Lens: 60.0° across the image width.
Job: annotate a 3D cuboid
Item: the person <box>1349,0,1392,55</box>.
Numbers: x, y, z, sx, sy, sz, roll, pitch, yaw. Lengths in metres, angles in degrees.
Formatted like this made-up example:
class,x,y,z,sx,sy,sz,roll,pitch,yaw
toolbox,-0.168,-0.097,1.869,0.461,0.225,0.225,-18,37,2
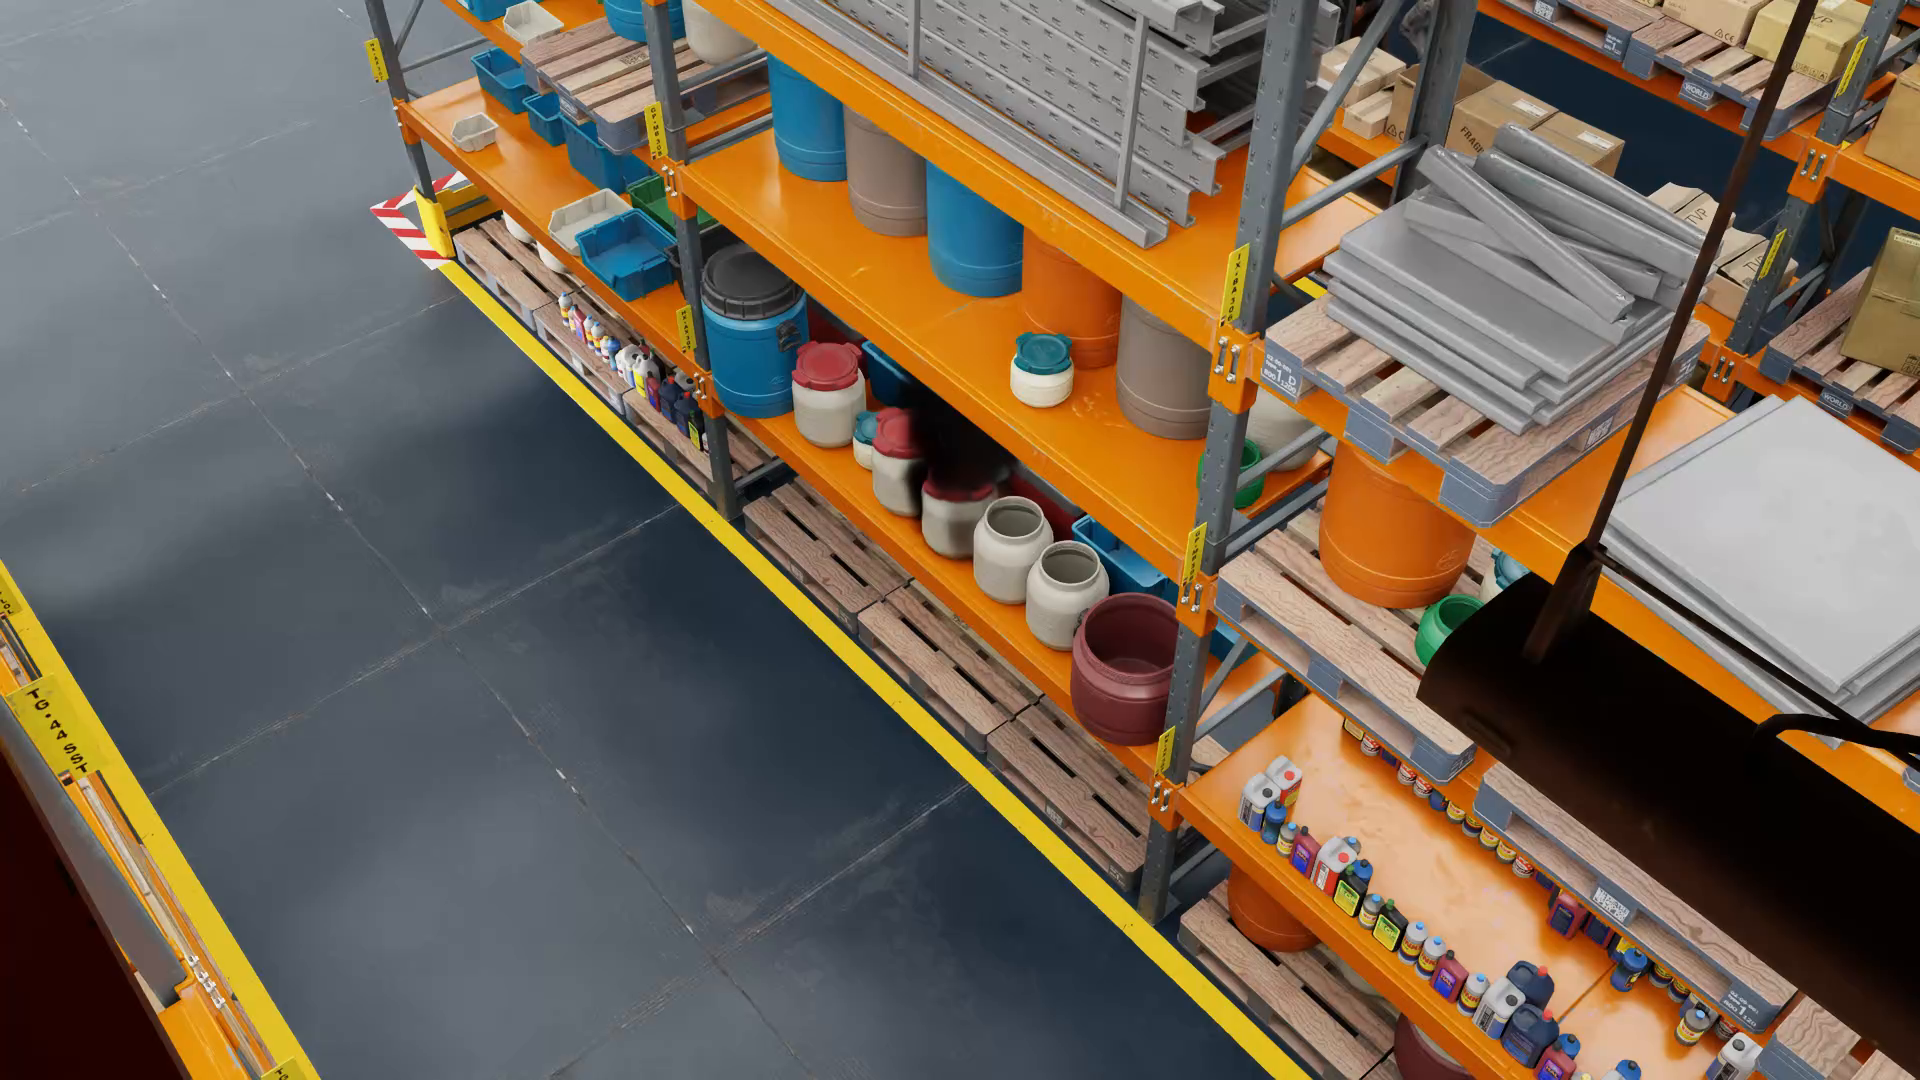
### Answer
class,x,y,z,sx,sy,sz,roll,pitch,yaw
person,3.446,-4.402,13.950,0.637,1.754,0.847,-33,55,-27

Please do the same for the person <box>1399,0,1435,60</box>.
class,x,y,z,sx,sy,sz,roll,pitch,yaw
person,4.096,-4.636,14.184,0.687,1.732,0.564,-30,53,-25
